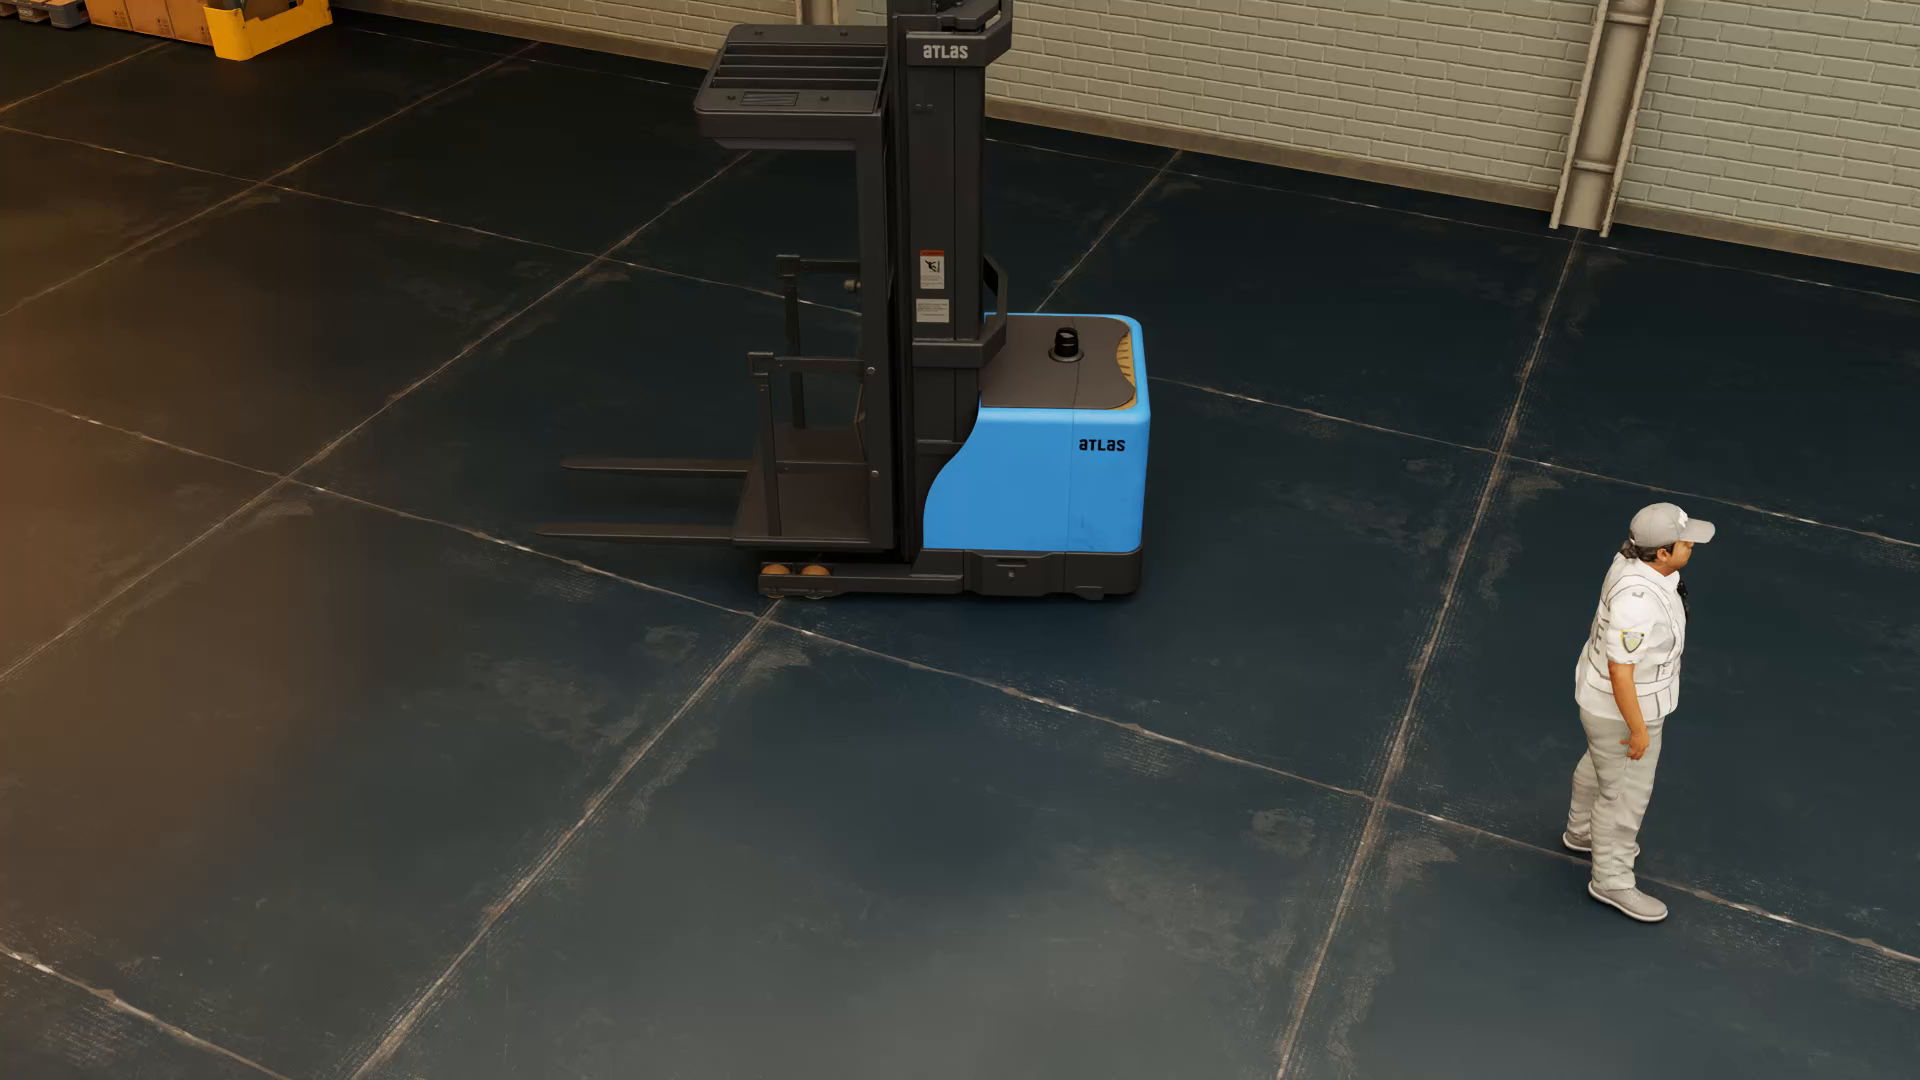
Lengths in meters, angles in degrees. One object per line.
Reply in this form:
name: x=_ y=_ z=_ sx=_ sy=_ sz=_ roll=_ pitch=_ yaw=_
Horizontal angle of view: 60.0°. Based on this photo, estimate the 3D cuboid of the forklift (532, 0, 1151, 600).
forklift: x=-0.608 y=-1.208 z=7.780 sx=3.031 sy=2.935 sz=1.130 roll=1 pitch=36 yaw=2

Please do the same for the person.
person: x=2.600 y=0.617 z=6.297 sx=0.529 sy=1.669 sz=0.599 roll=11 pitch=37 yaw=16
